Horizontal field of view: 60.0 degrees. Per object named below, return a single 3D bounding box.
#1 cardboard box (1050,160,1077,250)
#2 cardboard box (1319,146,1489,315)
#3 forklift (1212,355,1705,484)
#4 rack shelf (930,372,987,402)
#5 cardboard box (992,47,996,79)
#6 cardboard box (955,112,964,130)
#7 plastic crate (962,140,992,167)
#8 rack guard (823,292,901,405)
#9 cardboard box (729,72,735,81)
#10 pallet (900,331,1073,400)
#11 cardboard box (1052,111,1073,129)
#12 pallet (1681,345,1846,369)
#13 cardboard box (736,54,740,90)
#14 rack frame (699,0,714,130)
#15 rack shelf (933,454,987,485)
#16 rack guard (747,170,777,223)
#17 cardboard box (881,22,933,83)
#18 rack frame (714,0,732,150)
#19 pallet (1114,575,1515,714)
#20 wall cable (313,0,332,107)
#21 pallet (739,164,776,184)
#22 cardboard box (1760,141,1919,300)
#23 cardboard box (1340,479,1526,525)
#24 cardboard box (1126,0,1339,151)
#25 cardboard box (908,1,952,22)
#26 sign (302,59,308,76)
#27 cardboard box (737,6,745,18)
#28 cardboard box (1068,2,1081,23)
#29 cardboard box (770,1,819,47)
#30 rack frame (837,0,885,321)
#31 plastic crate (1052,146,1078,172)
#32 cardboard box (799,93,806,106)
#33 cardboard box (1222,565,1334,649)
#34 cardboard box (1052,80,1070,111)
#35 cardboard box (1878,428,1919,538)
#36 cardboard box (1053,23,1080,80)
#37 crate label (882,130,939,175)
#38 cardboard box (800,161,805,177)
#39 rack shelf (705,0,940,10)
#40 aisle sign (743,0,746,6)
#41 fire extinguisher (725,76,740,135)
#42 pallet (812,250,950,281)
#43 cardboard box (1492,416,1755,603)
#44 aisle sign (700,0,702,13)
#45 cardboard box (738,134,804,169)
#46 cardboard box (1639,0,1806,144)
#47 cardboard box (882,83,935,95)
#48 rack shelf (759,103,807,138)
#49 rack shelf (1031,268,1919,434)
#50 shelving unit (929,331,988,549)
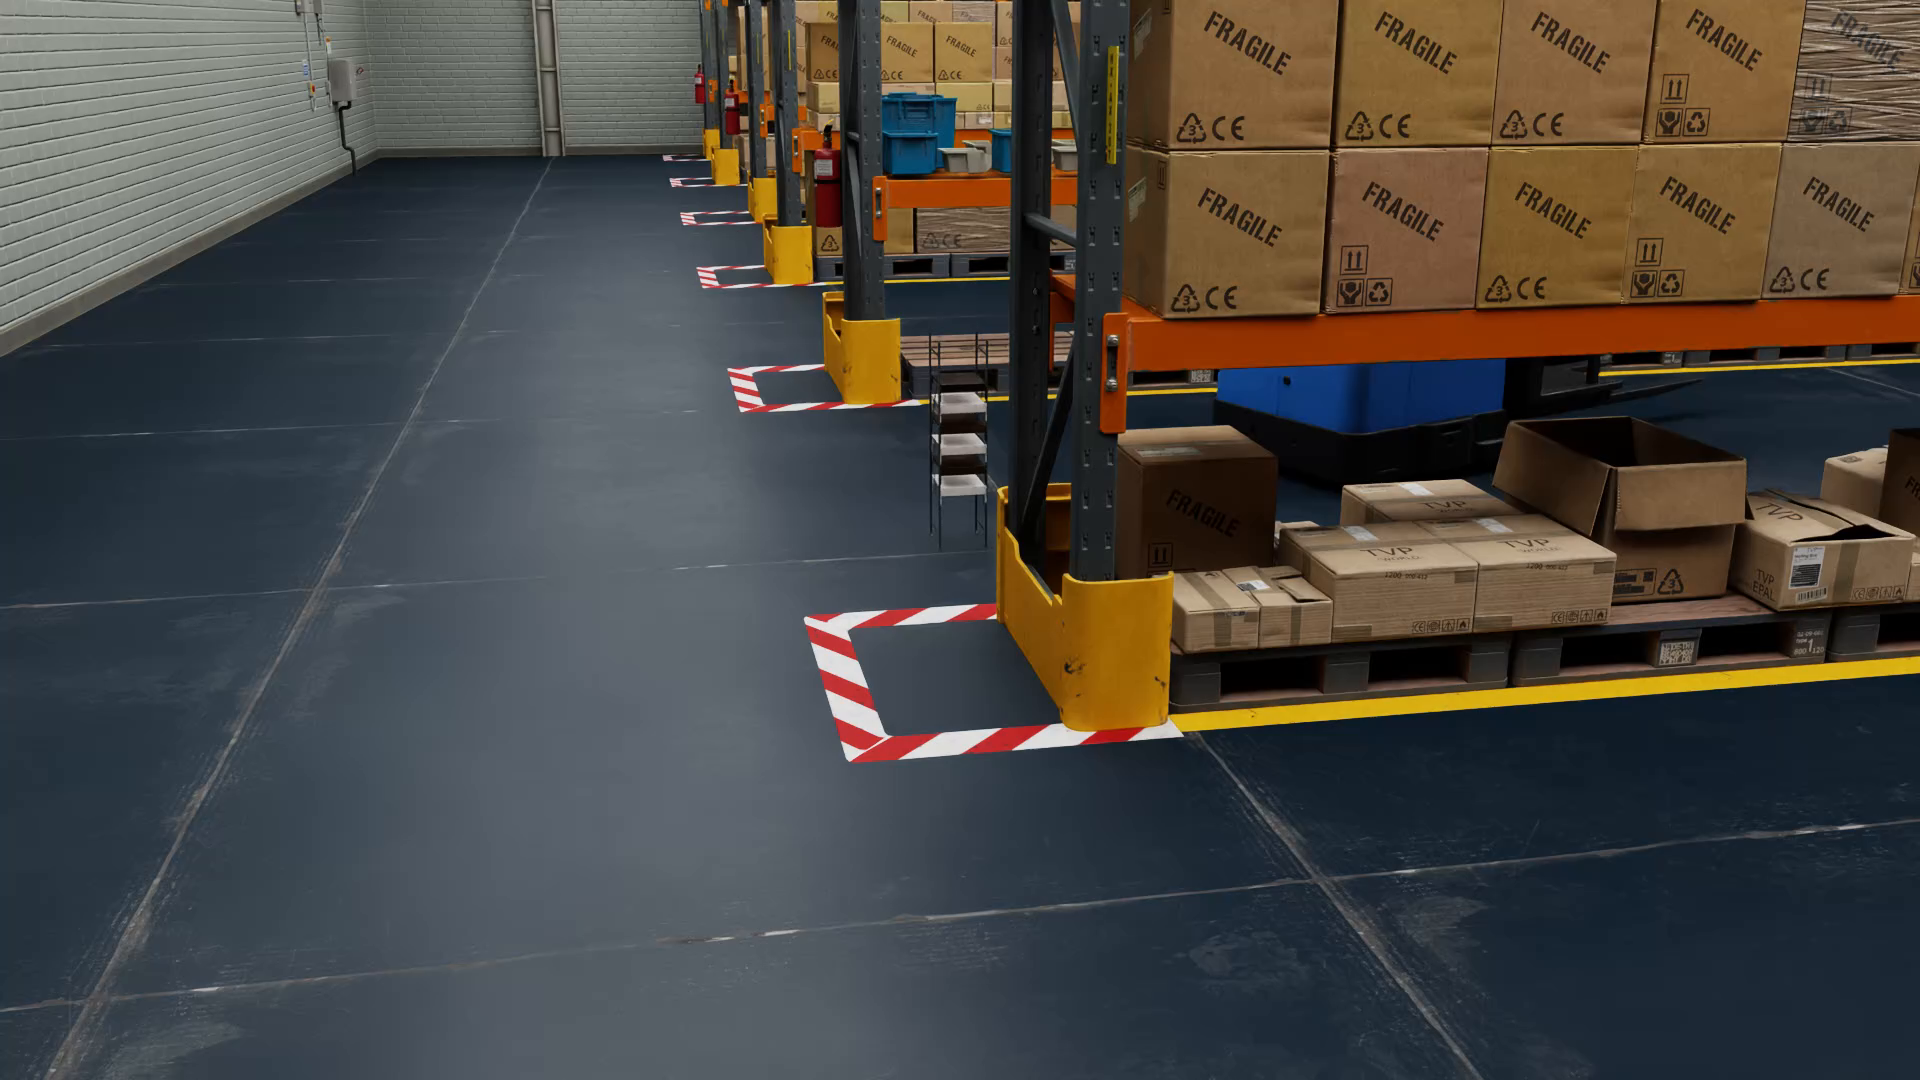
[{"bbox_3d":[0.838,-3.192,15.483,0.875,0.875,0.875,-3,17,-10],"label":"cardboard box"},{"bbox_3d":[1.324,-1.019,5.333,0.500,0.500,0.500,-3,17,-11],"label":"cardboard box"},{"bbox_3d":[2.832,-1.959,8.680,3.031,2.935,1.130,-11,20,-31],"label":"forklift"},{"bbox_3d":[-0.008,-0.656,7.092,0.200,0.077,0.258,-3,17,-10],"label":"rack shelf"},{"bbox_3d":[0.123,-5.532,19.521,0.500,0.500,0.500,-3,17,-11],"label":"cardboard box"},{"bbox_3d":[-0.123,-3.710,14.695,0.250,0.149,0.380,-4,17,-12],"label":"cardboard box"},{"bbox_3d":[0.163,-2.421,10.414,0.243,0.136,0.396,-3,17,-10],"label":"plastic crate"},{"bbox_3d":[-0.624,-1.220,10.417,0.348,0.500,1.175,-3,17,-10],"label":"rack guard"},{"bbox_3d":[-3.993,-7.955,28.513,0.250,0.149,0.380,-3,17,-11],"label":"cardboard box"},{"bbox_3d":[0.214,-1.122,10.589,1.213,0.211,1.003,-3,17,-10],"label":"pallet"},{"bbox_3d":[0.886,-3.768,14.881,0.250,0.149,0.380,-4,17,-11],"label":"cardboard box"},{"bbox_3d":[5.290,-1.410,11.526,1.213,0.211,1.003,-3,17,-10],"label":"pallet"},{"bbox_3d":[-2.999,-6.856,24.337,0.500,0.500,0.500,-3,17,-10],"label":"cardboard box"},{"bbox_3d":[-4.368,-8.136,28.674,0.127,3.000,1.000,-3,17,-10],"label":"rack frame"},{"bbox_3d":[-0.008,-0.312,7.198,0.200,0.077,0.258,-3,17,-10],"label":"rack shelf"},{"bbox_3d":[-2.310,-4.093,19.769,0.348,0.500,1.175,-3,17,-10],"label":"rack guard"},{"bbox_3d":[-0.529,-4.254,14.508,0.500,0.500,0.500,-4,17,-12],"label":"cardboard box"},{"bbox_3d":[-3.423,-6.705,24.016,0.127,3.000,1.000,-3,17,-10],"label":"rack frame"},{"bbox_3d":[1.190,0.292,5.985,1.213,0.211,1.003,-3,17,-10],"label":"pallet"},{"bbox_3d":[-9.235,-7.278,24.152,0.122,1.984,0.588,-3,17,-10],"label":"wall cable"},{"bbox_3d":[-2.653,-5.439,24.644,1.213,0.211,1.003,-3,17,-10],"label":"pallet"},{"bbox_3d":[2.808,-1.103,5.606,0.500,0.500,0.500,-3,17,-9],"label":"cardboard box"},{"bbox_3d":[1.758,-0.034,6.230,0.500,0.250,0.500,-3,17,-10],"label":"cardboard box"},{"bbox_3d":[0.818,-1.467,5.088,0.500,0.500,0.500,-3,17,-9],"label":"cardboard box"},{"bbox_3d":[-0.385,-5.982,19.282,0.500,0.500,0.500,-4,17,-12],"label":"cardboard box"},{"bbox_3d":[-9.006,-6.496,22.876,0.001,0.218,0.327,-3,17,-10],"label":"sign"},{"bbox_3d":[-3.022,-7.481,23.564,0.250,0.149,0.380,-3,17,-9],"label":"cardboard box"},{"bbox_3d":[1.133,-6.070,19.570,0.500,0.500,0.500,-4,17,-12],"label":"cardboard box"},{"bbox_3d":[-1.893,-5.900,19.016,0.500,0.500,0.500,-3,17,-11],"label":"cardboard box"},{"bbox_3d":[-0.603,-2.420,10.066,0.127,3.000,1.000,-3,17,-10],"label":"rack frame"},{"bbox_3d":[0.698,-2.274,9.935,0.298,0.136,0.250,-3,17,-10],"label":"plastic crate"},{"bbox_3d":[-1.762,-5.113,19.262,0.250,0.149,0.380,-3,17,-8],"label":"cardboard box"},{"bbox_3d":[1.055,0.214,5.567,0.250,0.166,0.380,-3,17,-10],"label":"cardboard box"},{"bbox_3d":[0.992,-3.983,14.903,0.500,0.250,0.500,-3,17,-9],"label":"cardboard box"},{"bbox_3d":[3.755,-0.117,6.075,0.500,0.500,0.500,-3,17,-10],"label":"cardboard box"},{"bbox_3d":[0.871,-4.491,15.281,0.500,0.500,0.500,-4,17,-12],"label":"cardboard box"},{"bbox_3d":[-0.298,-2.288,9.818,0.303,0.233,0.416,-3,17,-10],"label":"crate label"},{"bbox_3d":[-1.806,-4.337,19.434,0.250,0.149,0.380,-4,18,-13],"label":"cardboard box"},{"bbox_3d":[-2.404,-9.337,28.702,4.000,0.370,1.077,-3,17,-10],"label":"rack shelf"},{"bbox_3d":[-2.513,-6.609,19.275,0.004,0.787,0.394,-3,17,-10],"label":"aisle sign"},{"bbox_3d":[-2.719,-5.187,19.842,0.183,0.674,0.296,-3,17,-10],"label":"fire extinguisher"},{"bbox_3d":[-0.773,-2.582,15.343,1.213,0.211,1.003,-3,17,-10],"label":"pallet"},{"bbox_3d":[2.417,-0.126,6.098,0.637,0.503,0.797,-3,17,-10],"label":"cardboard box"},{"bbox_3d":[-4.379,-9.290,28.005,0.004,0.787,0.394,-3,17,-10],"label":"aisle sign"},{"bbox_3d":[-2.794,-5.747,24.544,0.875,0.438,0.875,-4,17,-12],"label":"cardboard box"},{"bbox_3d":[2.321,-1.553,5.369,0.500,0.500,0.500,-3,17,-11],"label":"cardboard box"},{"bbox_3d":[-0.511,-3.898,14.627,0.500,0.250,0.500,-3,17,-11],"label":"cardboard box"},{"bbox_3d":[-0.421,-5.051,19.857,4.000,0.370,1.077,-3,17,-10],"label":"rack shelf"},{"bbox_3d":[2.296,-0.760,5.885,4.000,0.370,1.077,-3,17,-10],"label":"rack shelf"},{"bbox_3d":[-0.008,-0.430,7.161,0.210,0.900,0.258,-3,17,-10],"label":"shelving unit"}]
